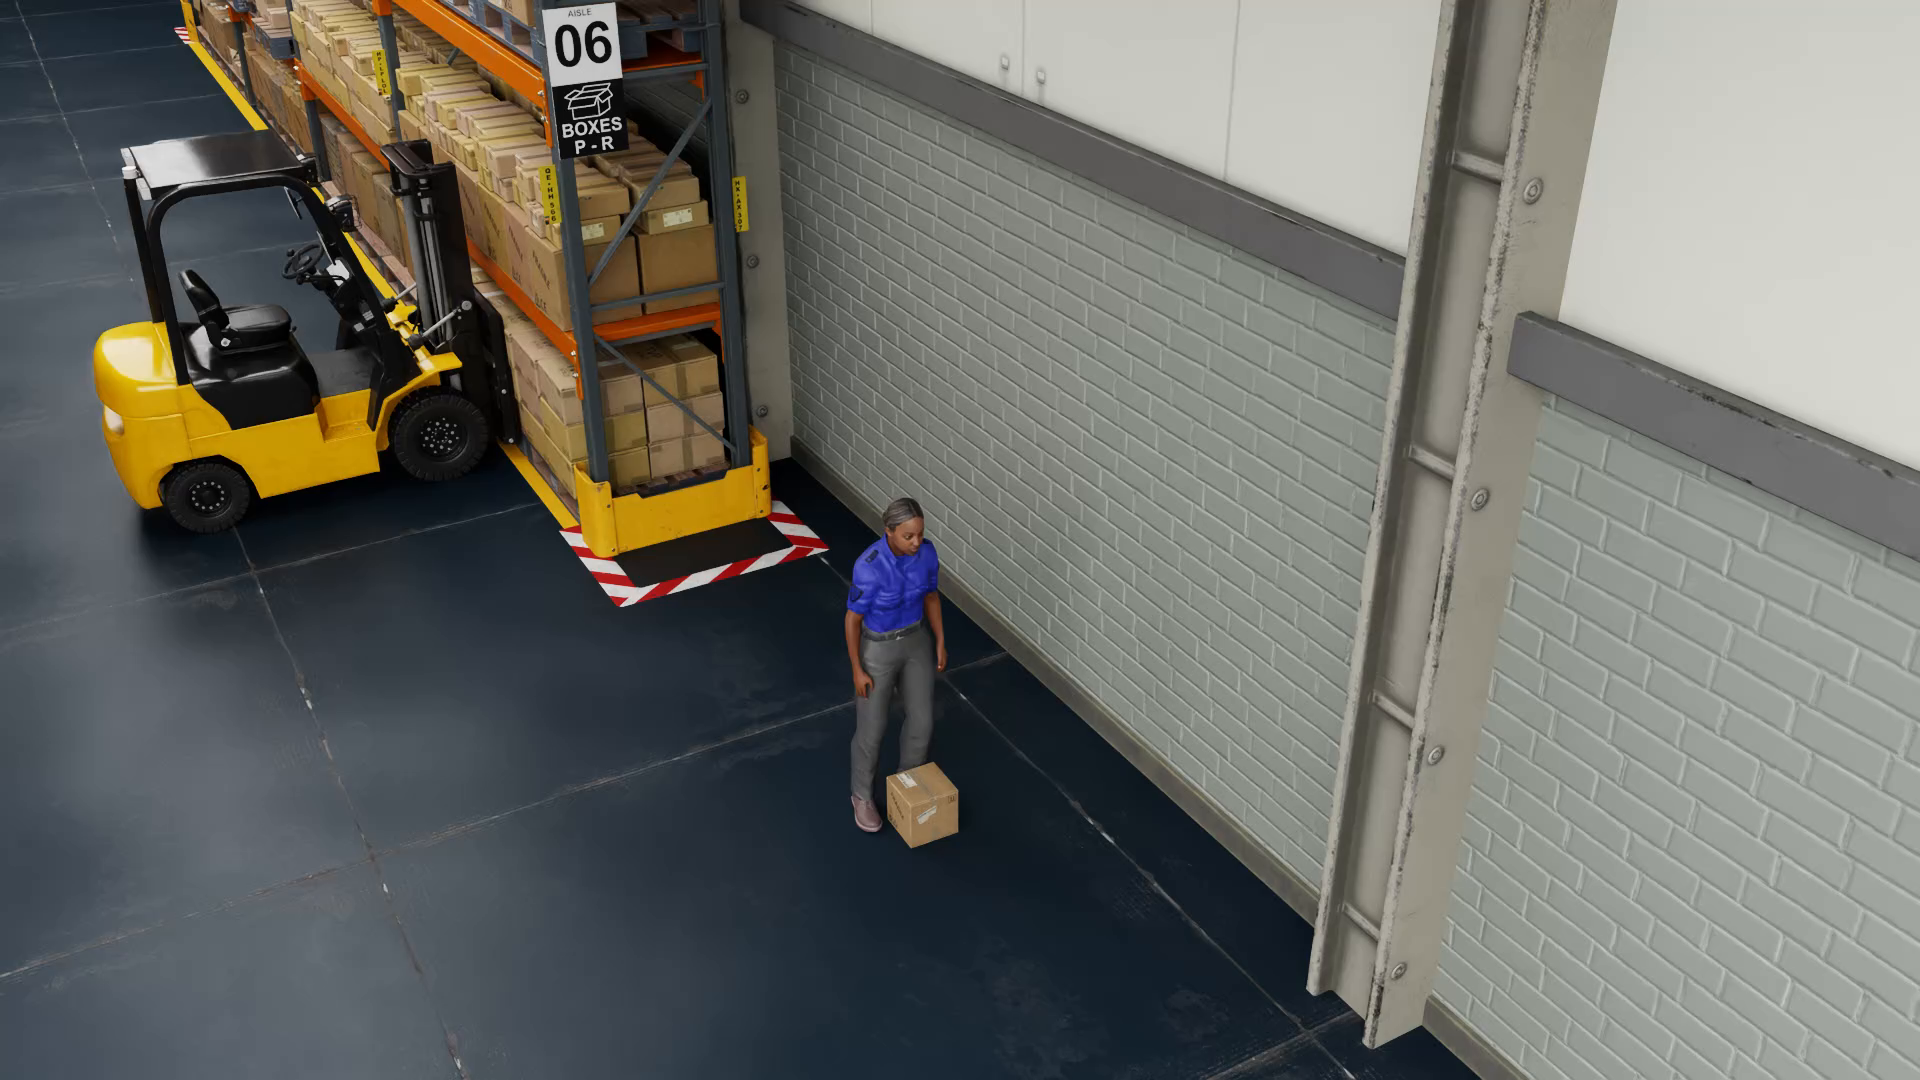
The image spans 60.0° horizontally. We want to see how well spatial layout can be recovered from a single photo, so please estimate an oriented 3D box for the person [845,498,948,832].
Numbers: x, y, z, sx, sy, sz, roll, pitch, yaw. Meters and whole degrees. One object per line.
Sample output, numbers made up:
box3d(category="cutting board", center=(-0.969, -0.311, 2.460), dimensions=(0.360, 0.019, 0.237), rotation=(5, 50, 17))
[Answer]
box3d(category="person", center=(-0.286, 0.541, 7.592), dimensions=(0.529, 1.656, 0.394), rotation=(-17, 34, -28))
